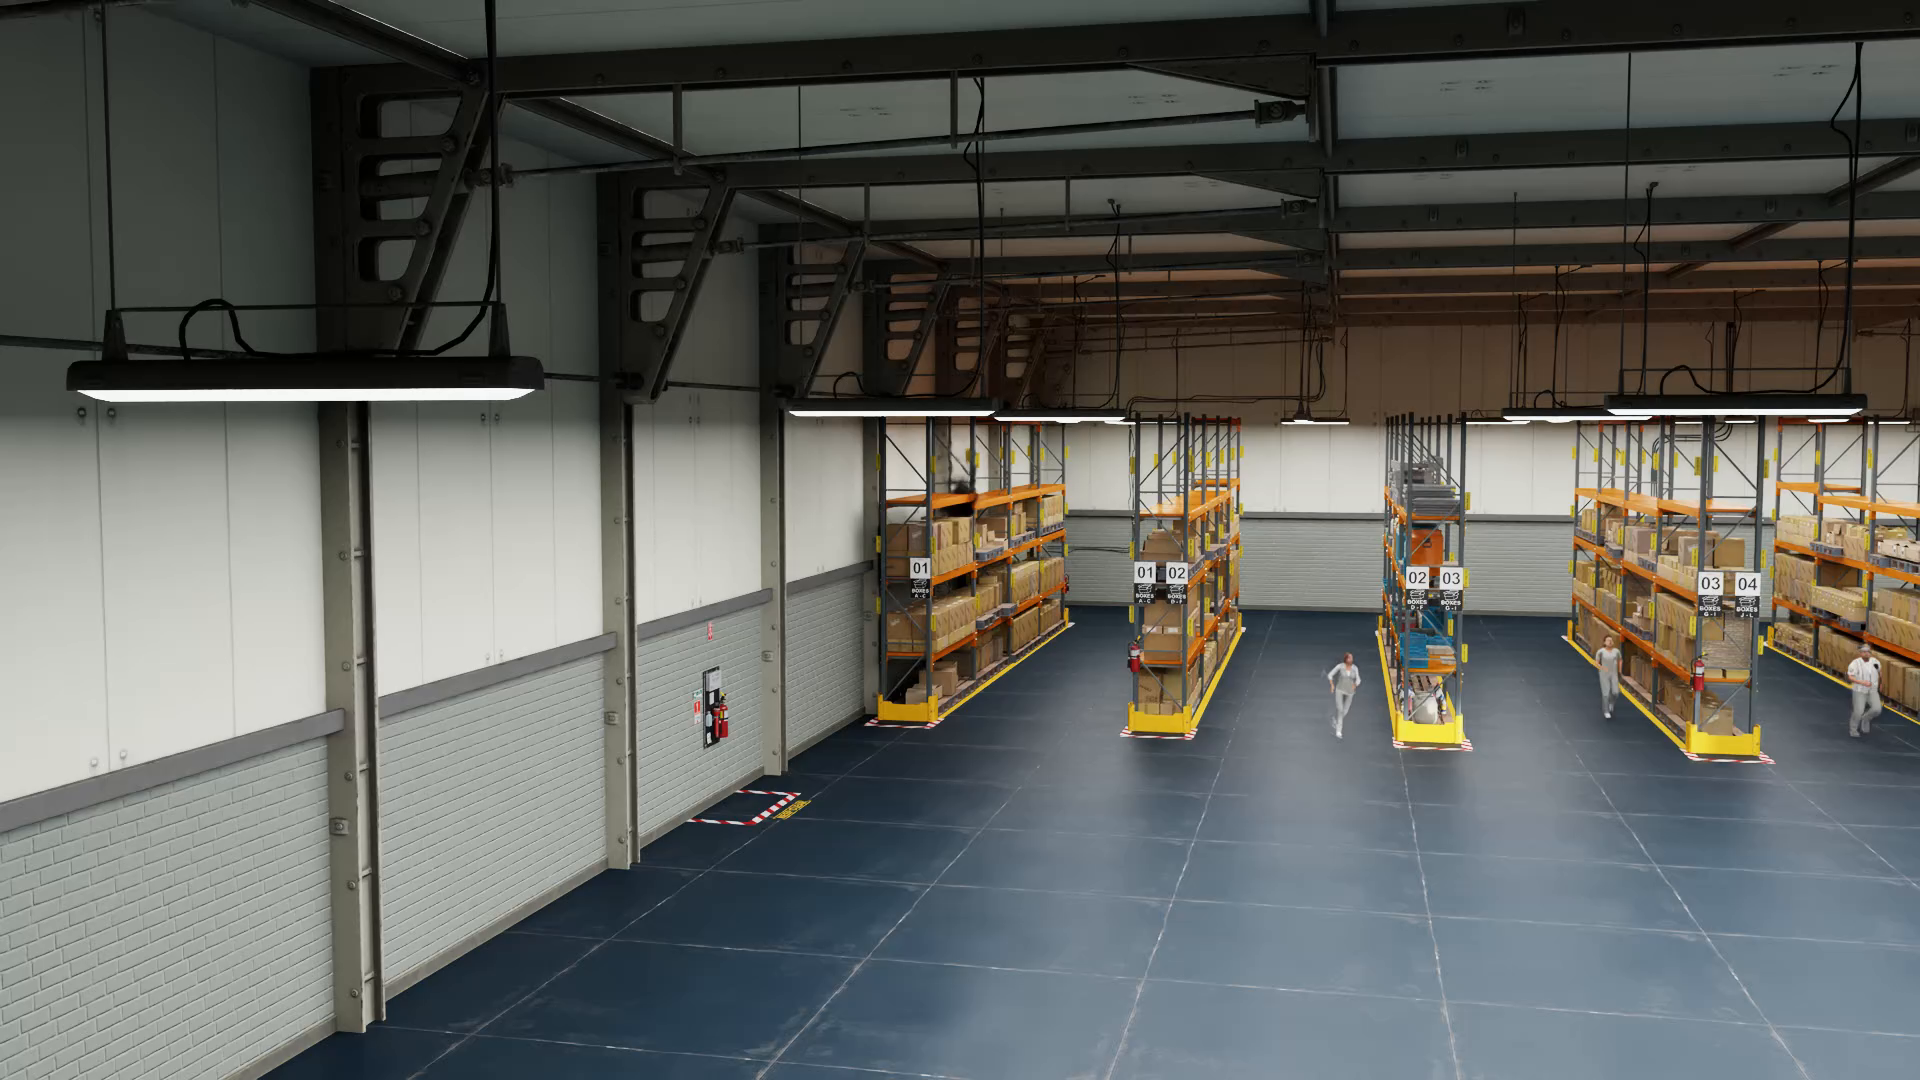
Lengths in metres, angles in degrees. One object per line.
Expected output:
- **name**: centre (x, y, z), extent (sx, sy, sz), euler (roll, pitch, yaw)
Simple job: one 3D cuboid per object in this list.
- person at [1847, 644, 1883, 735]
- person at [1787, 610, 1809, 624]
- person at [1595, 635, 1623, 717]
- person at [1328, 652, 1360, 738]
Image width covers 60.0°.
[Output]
- **person**: centre (16.719, 2.770, 30.659), extent (0.687, 1.738, 0.769), euler (0, 4, 7)
- **person**: centre (22.621, 1.938, 44.681), extent (0.829, 1.570, 0.713), euler (1, 4, 21)
- **person**: centre (12.816, 2.690, 32.812), extent (0.558, 1.631, 0.555), euler (1, 4, 10)
- **person**: centre (7.151, 2.868, 30.970), extent (0.580, 1.590, 0.725), euler (0, 4, -1)
